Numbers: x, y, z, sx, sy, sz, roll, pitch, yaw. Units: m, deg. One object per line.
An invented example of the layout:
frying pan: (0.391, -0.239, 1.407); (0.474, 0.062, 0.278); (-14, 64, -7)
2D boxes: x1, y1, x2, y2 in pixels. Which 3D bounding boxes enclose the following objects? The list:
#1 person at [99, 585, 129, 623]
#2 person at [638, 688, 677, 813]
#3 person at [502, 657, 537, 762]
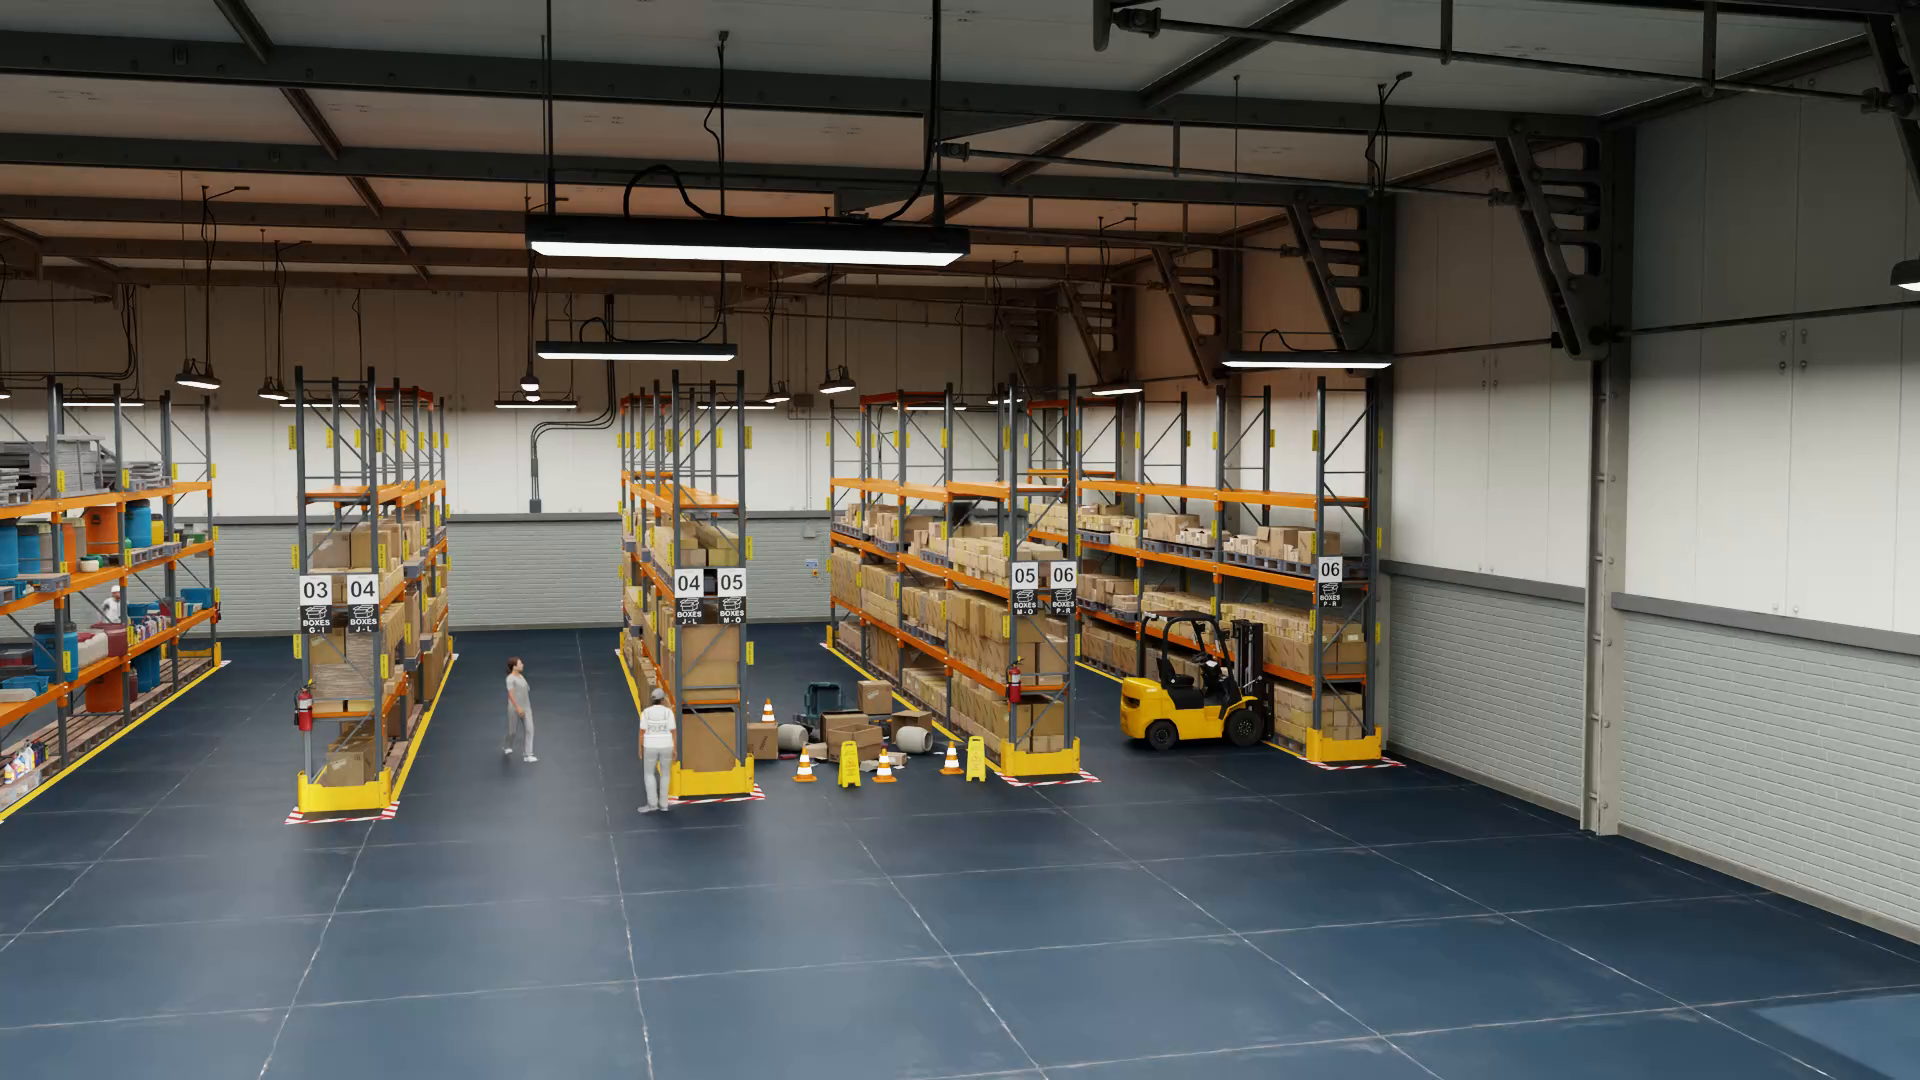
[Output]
person: (-19.049, 1.921, 37.510); (0.671, 1.793, 0.865); (-1, 4, -22)
person: (-4.072, 2.834, 22.437); (0.525, 1.676, 0.394); (0, 3, -5)
person: (-6.923, 2.636, 26.030); (0.404, 1.627, 0.955); (-2, 4, -33)
